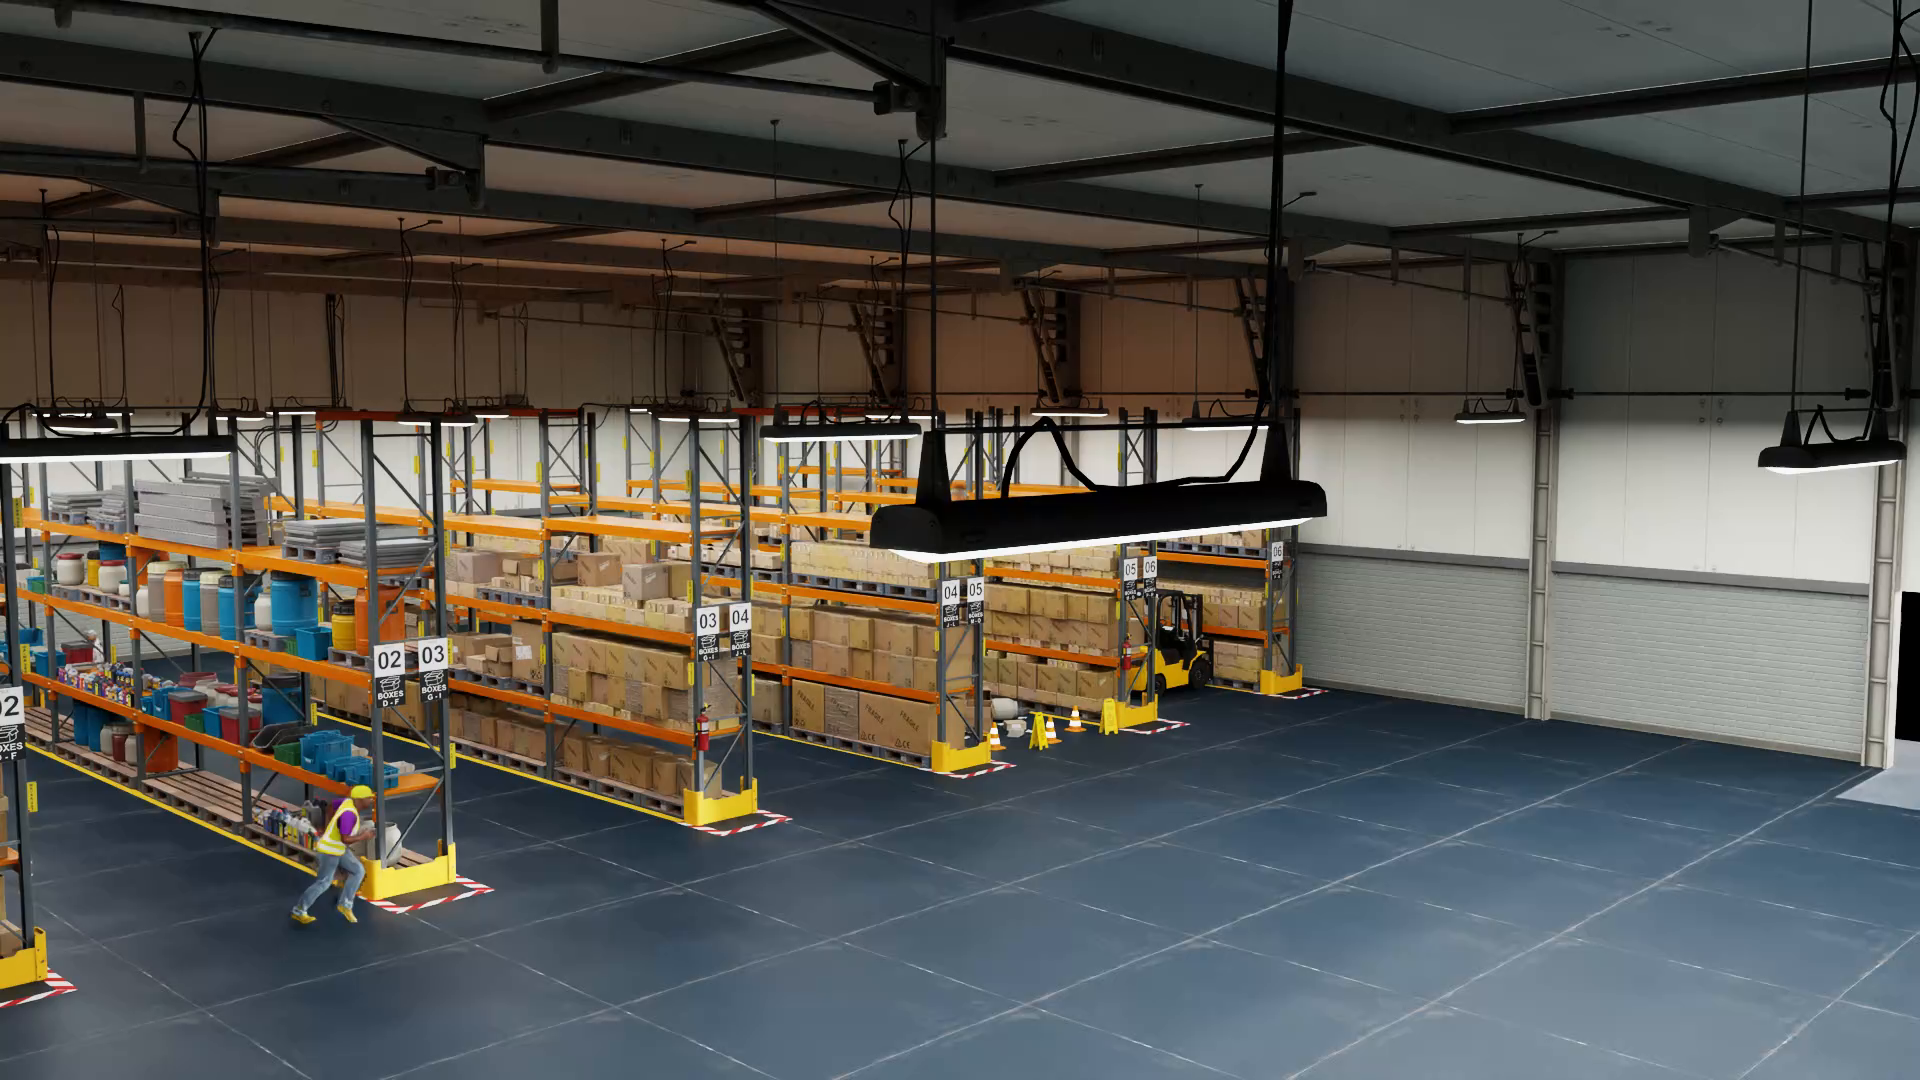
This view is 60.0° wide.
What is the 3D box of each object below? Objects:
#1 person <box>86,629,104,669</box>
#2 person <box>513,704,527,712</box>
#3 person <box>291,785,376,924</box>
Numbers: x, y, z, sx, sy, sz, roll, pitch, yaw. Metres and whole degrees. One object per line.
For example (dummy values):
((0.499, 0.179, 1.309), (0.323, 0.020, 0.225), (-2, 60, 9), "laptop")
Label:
((-17.580, 2.569, 33.693), (0.648, 1.578, 0.684), (1, 5, 14), "person")
((-8.310, 2.692, 31.771), (0.776, 1.669, 0.699), (3, 6, 32), "person")
((-7.473, 3.776, 19.852), (0.993, 1.691, 0.736), (-1, 5, -15), "person")
